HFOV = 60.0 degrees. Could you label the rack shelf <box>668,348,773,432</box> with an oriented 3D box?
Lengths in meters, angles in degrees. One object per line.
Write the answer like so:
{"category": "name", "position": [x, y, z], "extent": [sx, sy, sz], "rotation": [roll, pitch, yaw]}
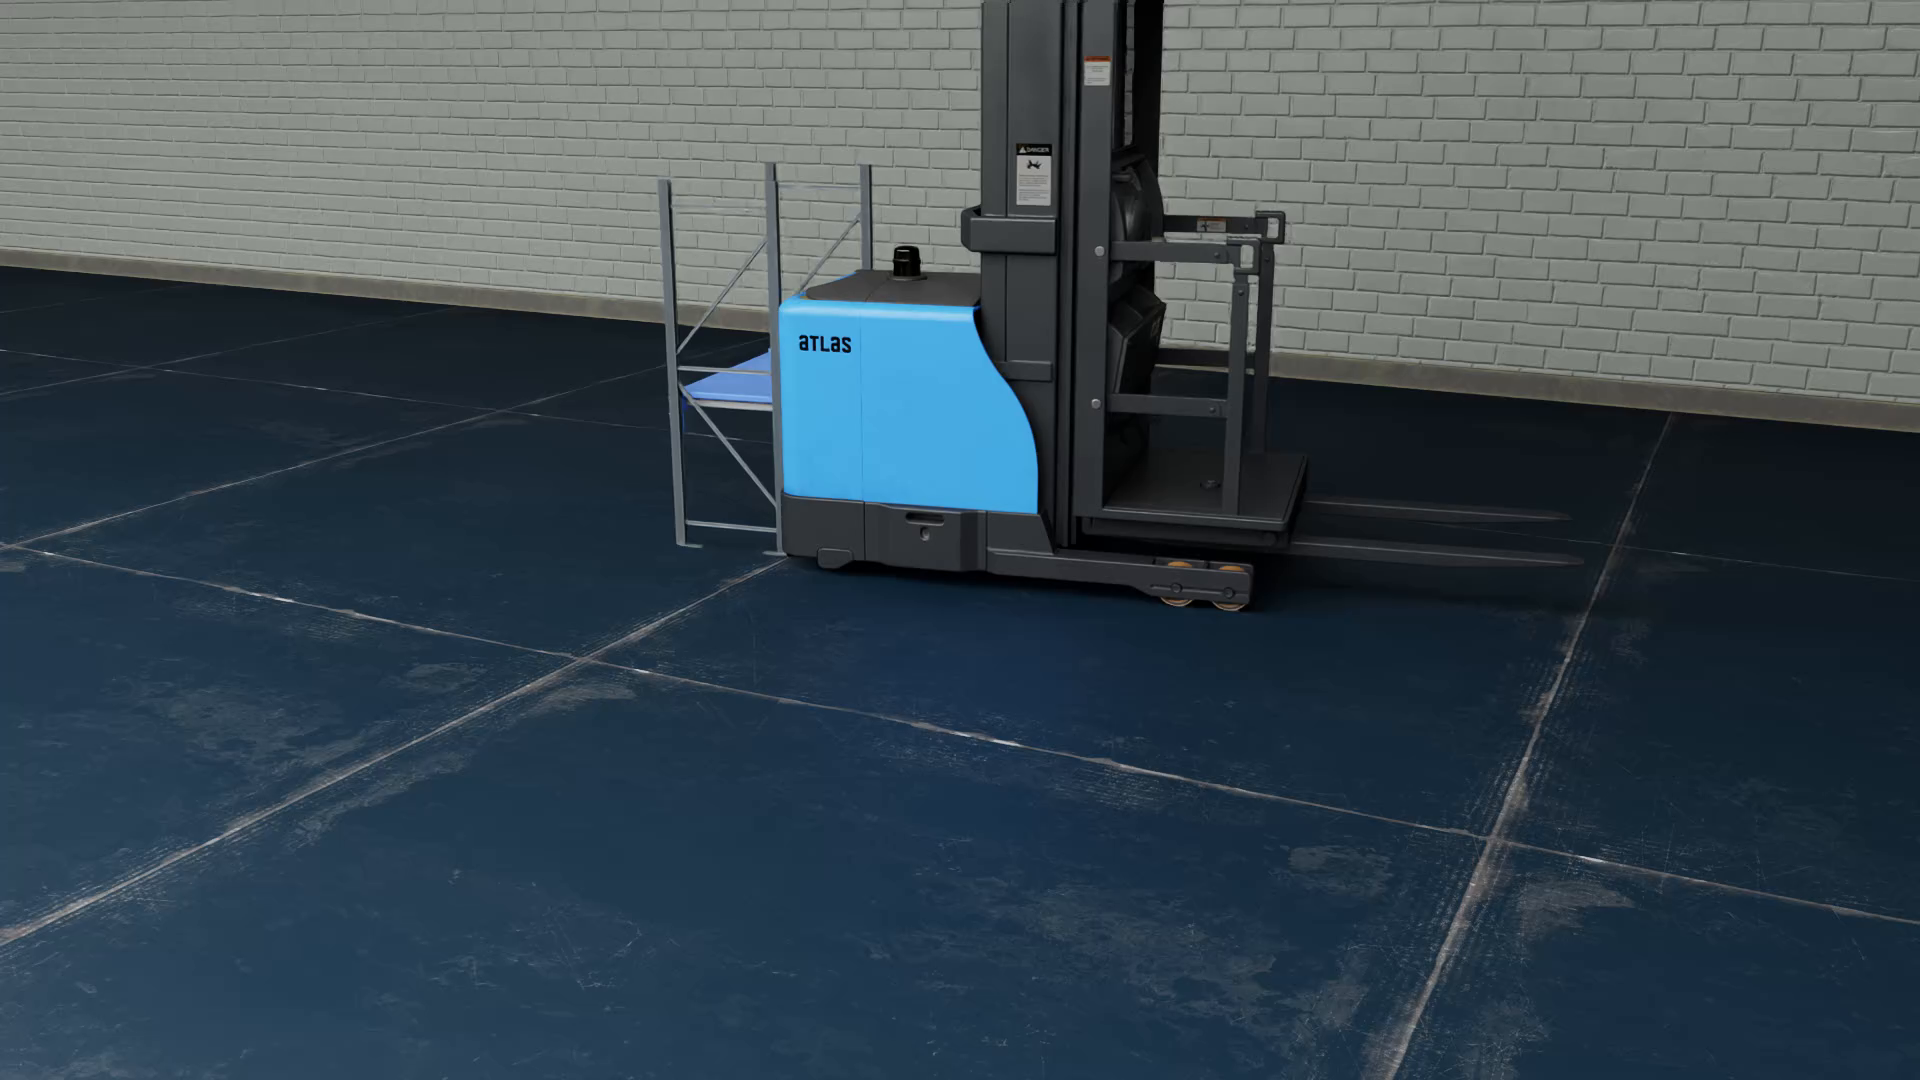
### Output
{"category": "rack shelf", "position": [-0.785, -0.641, 7.179], "extent": [0.538, 0.185, 1.000], "rotation": [5, 17, 17]}

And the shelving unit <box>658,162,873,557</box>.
{"category": "shelving unit", "position": [-0.785, -0.813, 7.128], "extent": [0.538, 1.500, 1.048], "rotation": [5, 17, 17]}

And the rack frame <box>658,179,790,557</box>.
{"category": "rack frame", "position": [-0.940, -0.676, 6.664], "extent": [0.500, 1.500, 0.032], "rotation": [5, 17, 17]}

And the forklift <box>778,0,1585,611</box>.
{"category": "forklift", "position": [0.864, -1.310, 6.288], "extent": [3.031, 2.935, 1.130], "rotation": [4, 17, 15]}

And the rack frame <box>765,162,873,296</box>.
{"category": "rack frame", "position": [-0.630, -0.951, 7.592], "extent": [0.500, 1.500, 0.032], "rotation": [5, 17, 17]}
